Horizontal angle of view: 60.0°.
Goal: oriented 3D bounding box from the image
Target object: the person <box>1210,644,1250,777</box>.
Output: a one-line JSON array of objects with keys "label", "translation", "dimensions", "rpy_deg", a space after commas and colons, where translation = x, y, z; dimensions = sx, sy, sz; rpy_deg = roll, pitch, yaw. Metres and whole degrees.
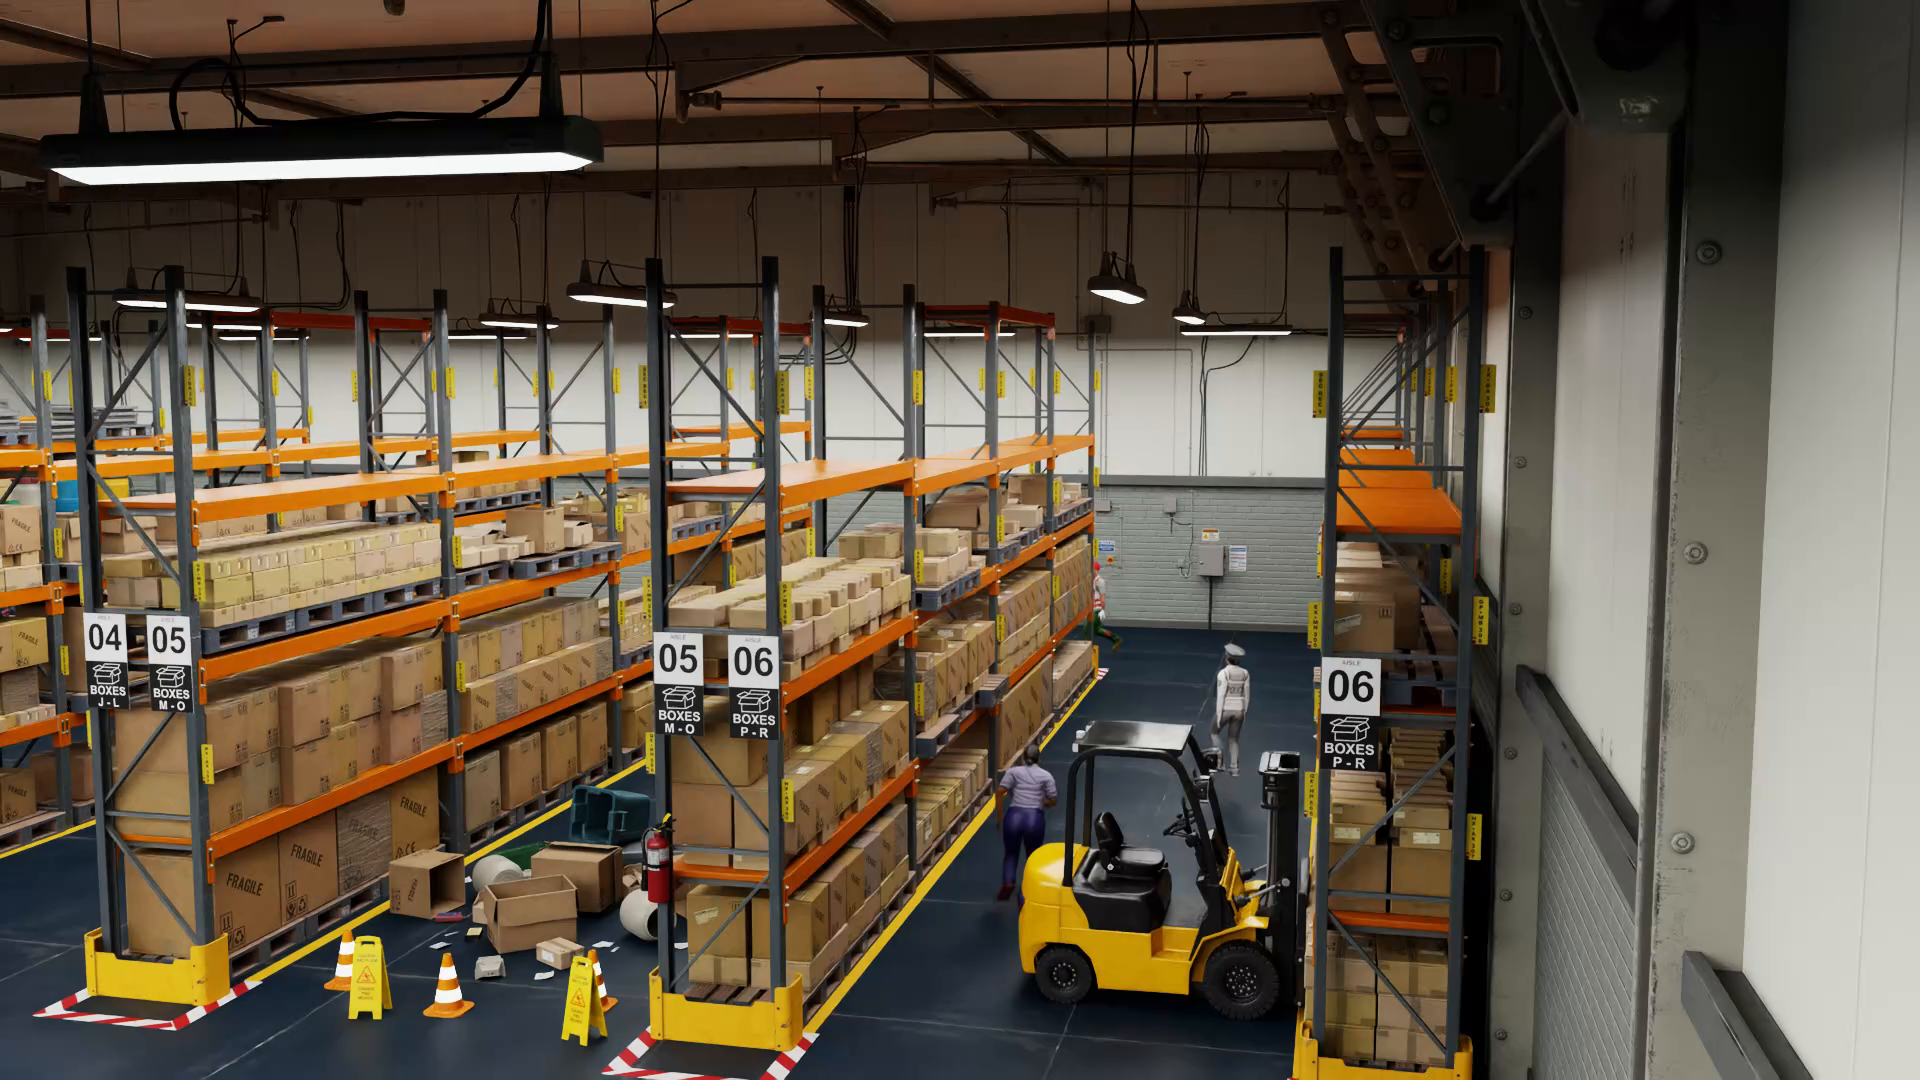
[{"label": "person", "translation": [3.312, 2.090, 20.206], "dimensions": [0.481, 1.641, 0.598], "rpy_deg": [-1, 6, -6]}]

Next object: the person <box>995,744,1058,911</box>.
[{"label": "person", "translation": [0.649, 2.768, 16.231], "dimensions": [0.585, 1.544, 0.722], "rpy_deg": [2, 6, 16]}]

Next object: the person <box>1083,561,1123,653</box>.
[{"label": "person", "translation": [2.515, 1.252, 30.033], "dimensions": [0.929, 1.759, 0.521], "rpy_deg": [-1, 6, -7]}]
